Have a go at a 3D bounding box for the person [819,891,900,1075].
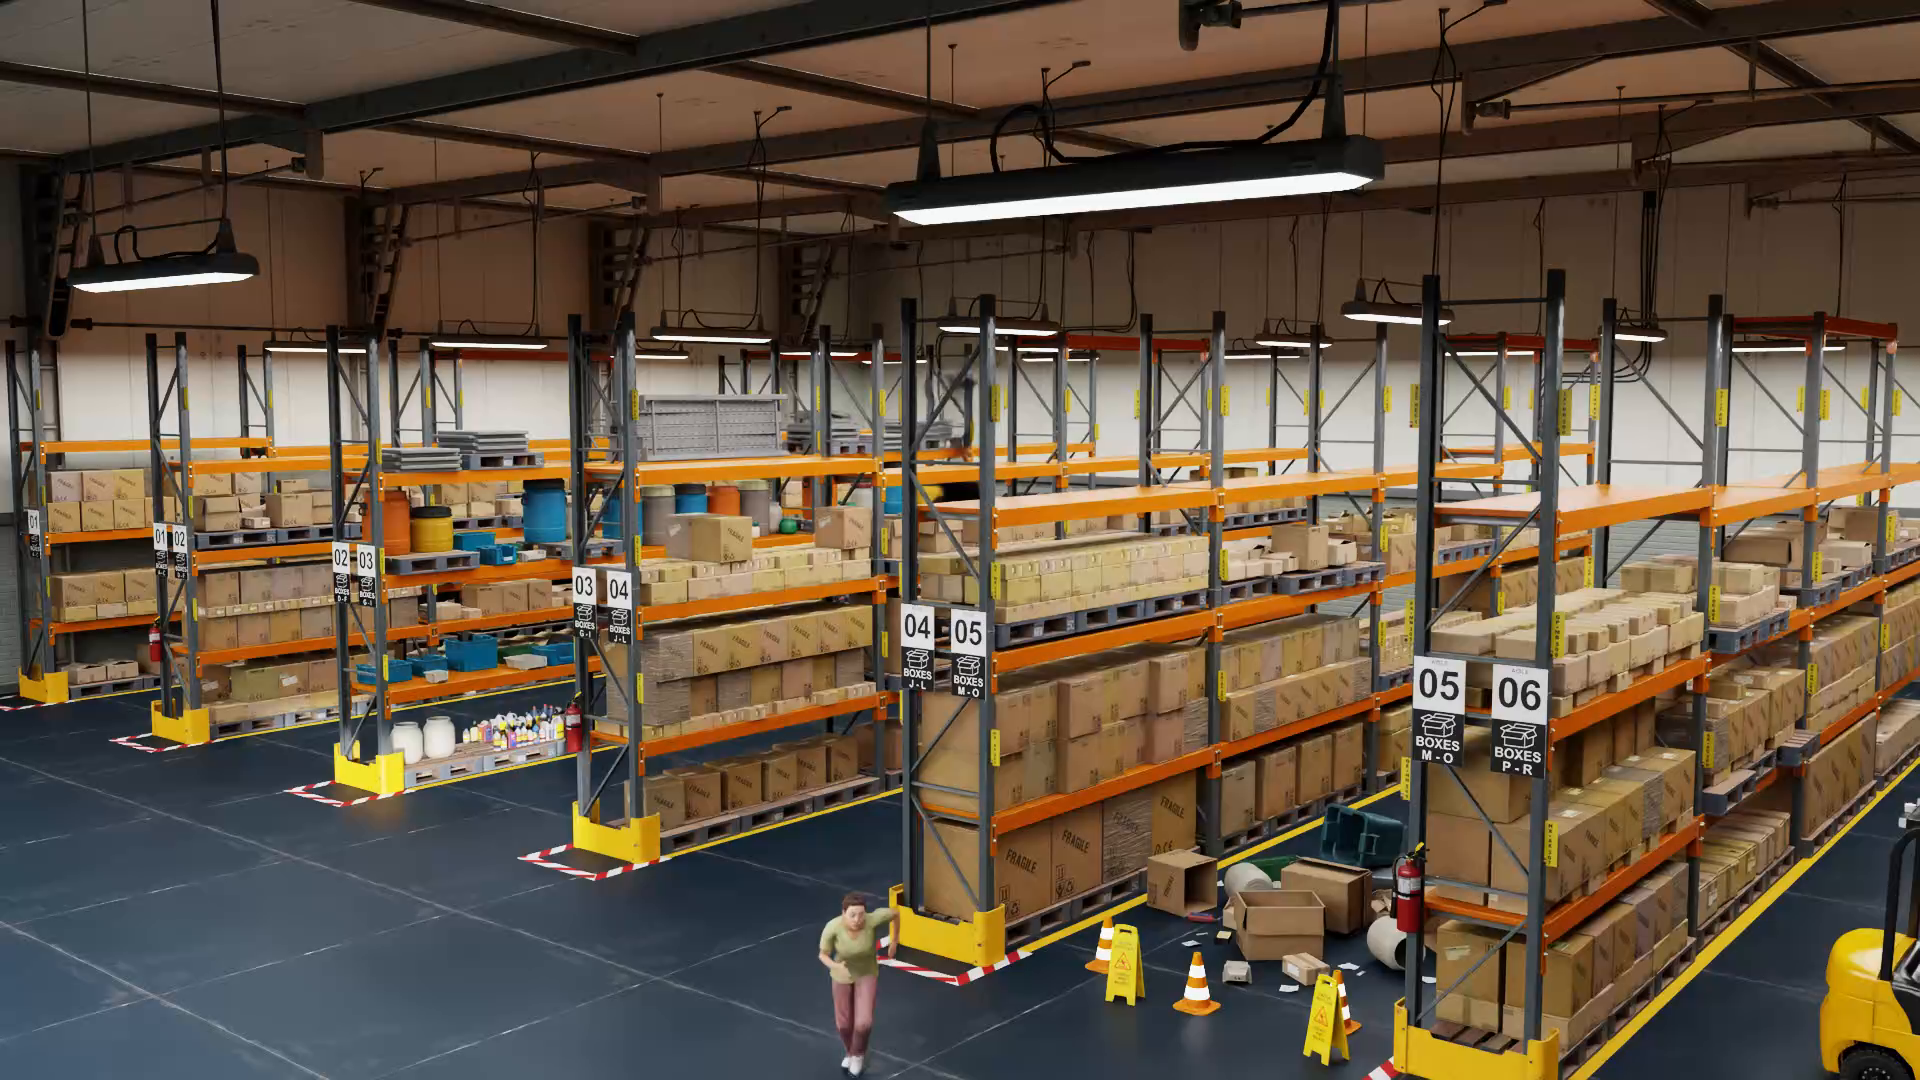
[{"bbox_3d":[-0.745,3.287,12.383,0.610,1.510,0.880,0,5,-5],"label":"person"}]
